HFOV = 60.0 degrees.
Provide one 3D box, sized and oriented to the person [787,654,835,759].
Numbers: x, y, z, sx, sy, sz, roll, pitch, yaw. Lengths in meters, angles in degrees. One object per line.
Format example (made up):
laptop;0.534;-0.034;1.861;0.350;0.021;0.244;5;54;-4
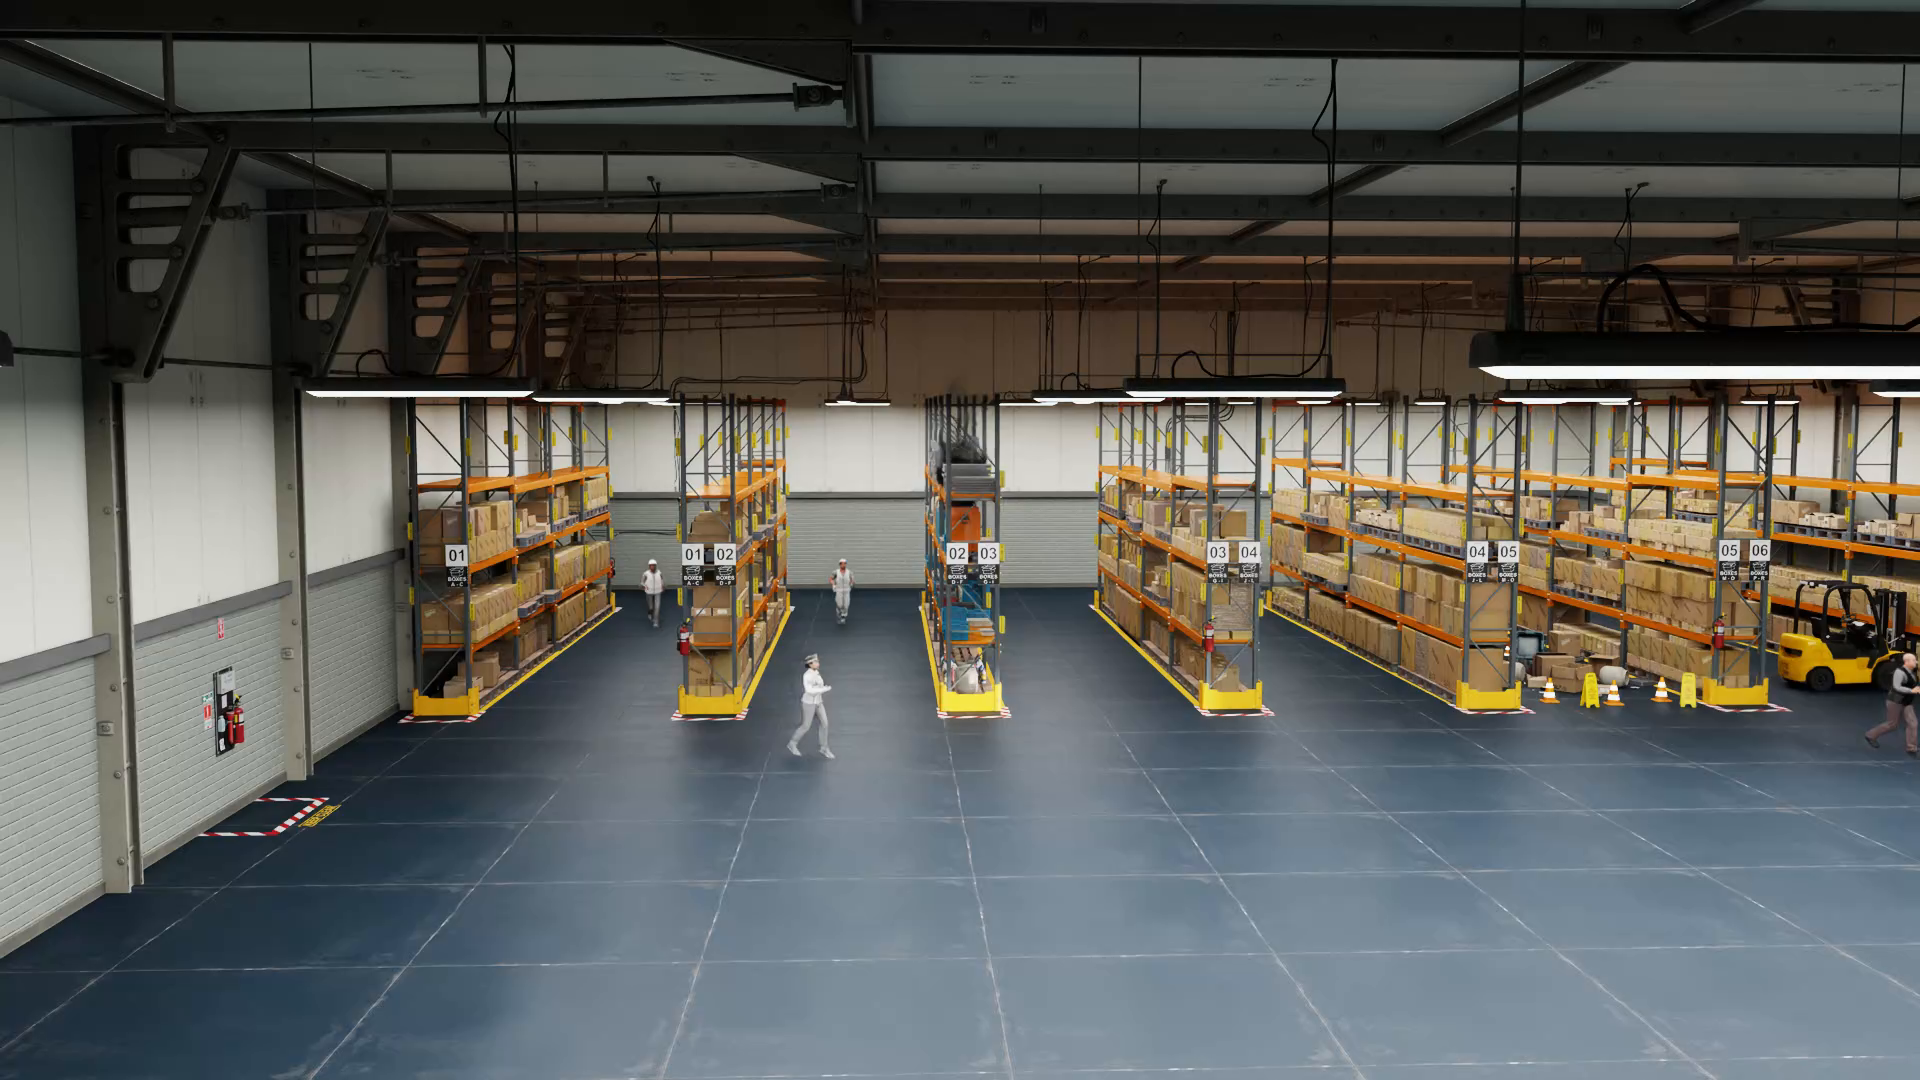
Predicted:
person;-2.449;2.718;27.214;0.798;1.744;0.636;1;5;18

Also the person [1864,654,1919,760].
person;15.442;2.723;27.387;0.683;1.752;0.933;-4;6;-38

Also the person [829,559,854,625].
person;-3.086;1.373;43.812;0.645;1.746;0.609;-1;5;-13

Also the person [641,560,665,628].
person;-8.081;1.397;43.828;0.662;1.771;0.864;-1;5;-17

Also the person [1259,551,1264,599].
person;8.618;1.065;48.740;0.575;1.665;0.622;0;5;-4
